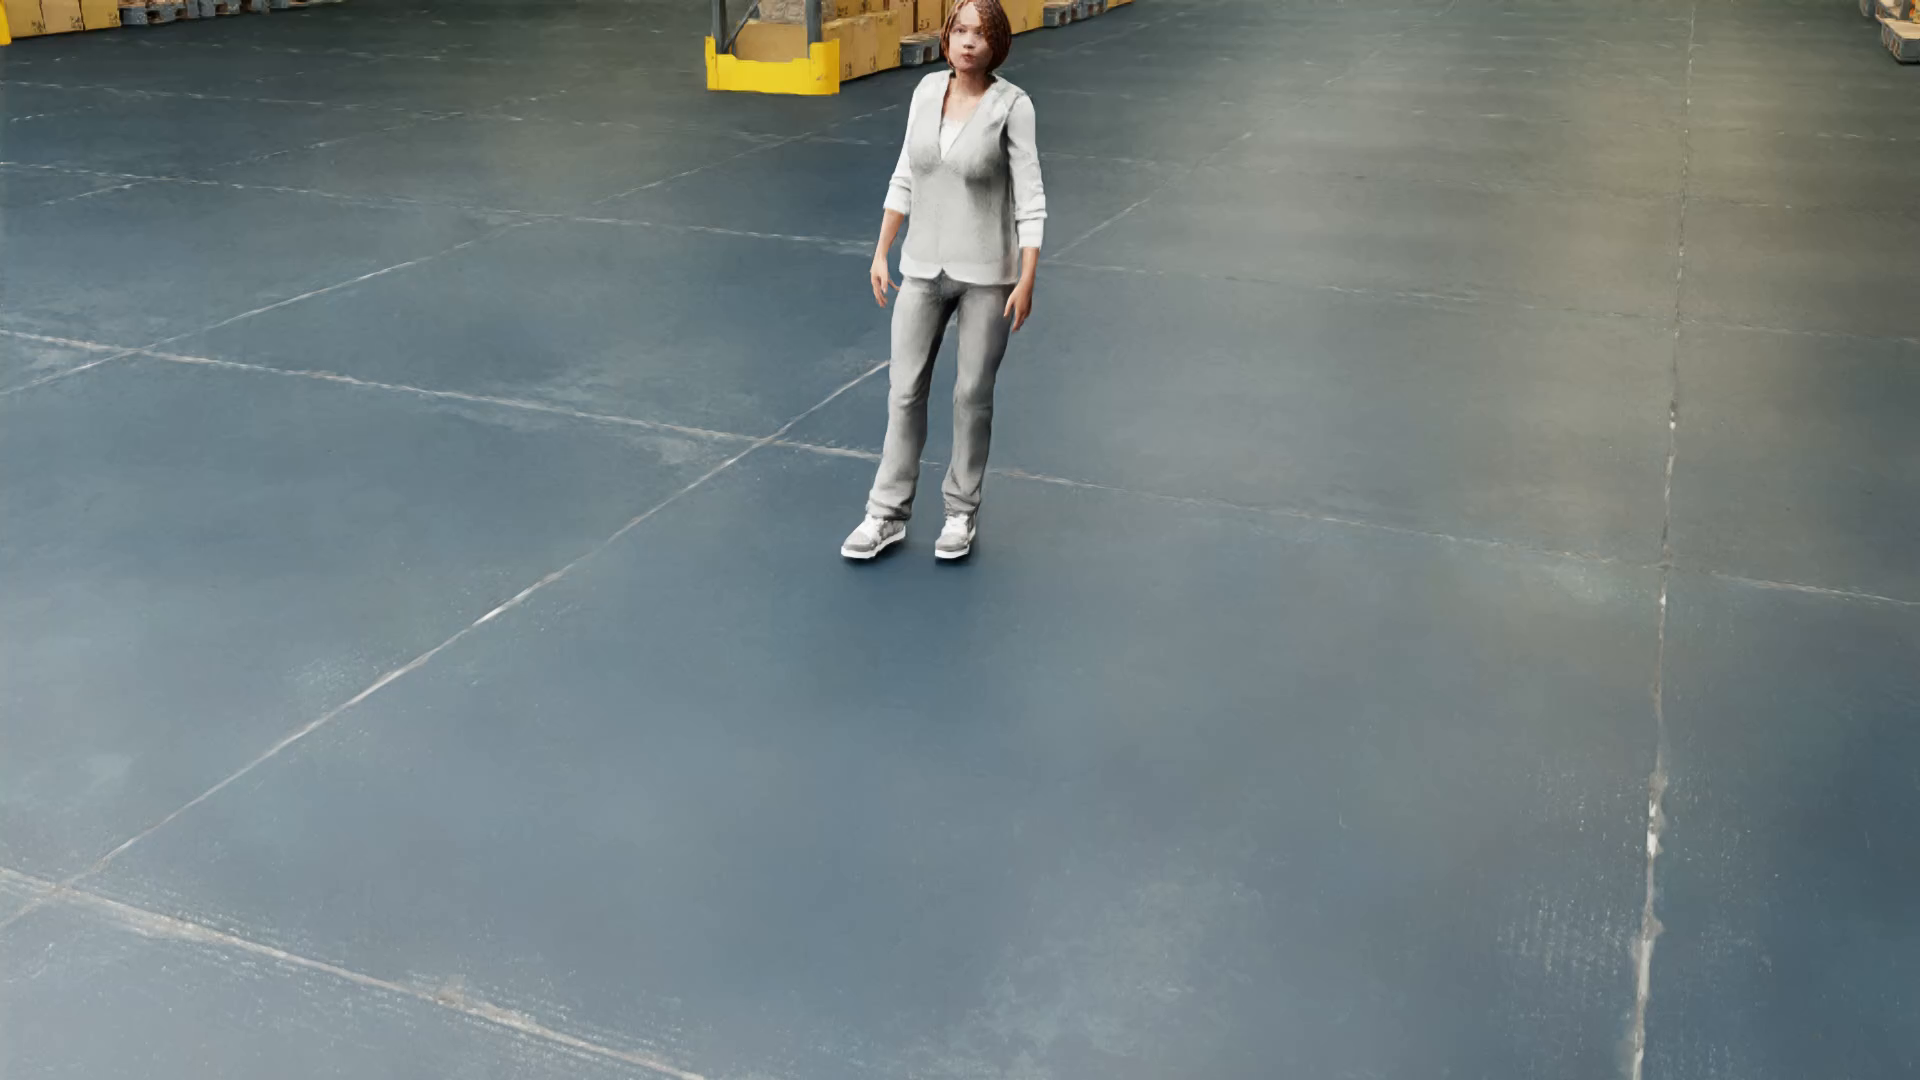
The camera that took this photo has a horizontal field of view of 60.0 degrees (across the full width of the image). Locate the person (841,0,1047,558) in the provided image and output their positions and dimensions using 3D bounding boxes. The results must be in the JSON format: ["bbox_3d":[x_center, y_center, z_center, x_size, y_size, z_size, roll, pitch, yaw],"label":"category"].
[{"bbox_3d":[-0.041,-0.719,4.724,0.521,1.597,0.474,9,24,21],"label":"person"}]
